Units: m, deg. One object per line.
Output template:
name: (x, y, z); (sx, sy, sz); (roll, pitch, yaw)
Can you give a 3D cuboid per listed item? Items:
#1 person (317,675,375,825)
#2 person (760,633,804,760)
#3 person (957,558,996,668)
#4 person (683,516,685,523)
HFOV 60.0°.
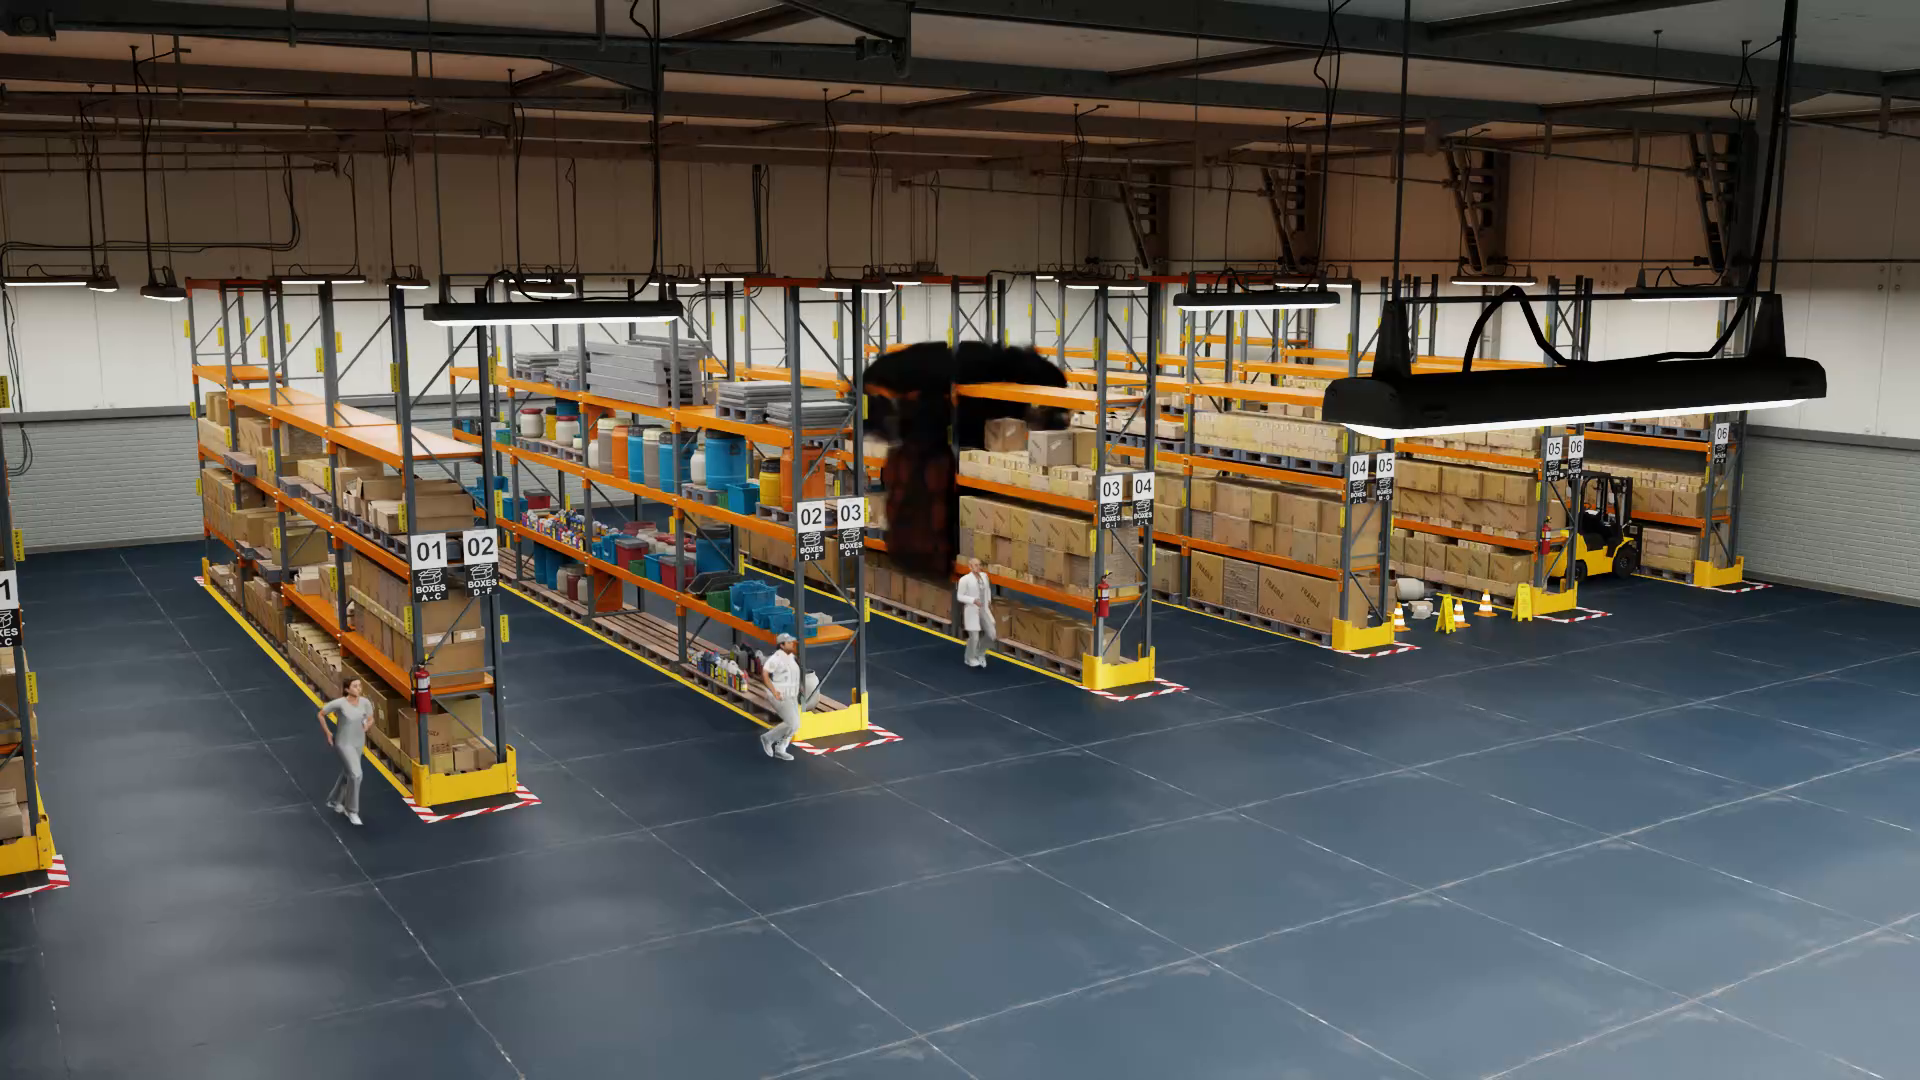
person: (-6.986, 2.376, 19.019); (0.707, 1.706, 0.555); (6, 11, 33)
person: (-2.251, 2.000, 21.338); (0.510, 1.627, 0.661); (3, 10, 17)
person: (0.285, 1.153, 25.883); (0.681, 1.765, 0.721); (-6, 11, -30)
person: (-6.282, -1.032, 39.301); (0.667, 1.612, 0.666); (-3, 10, -19)
